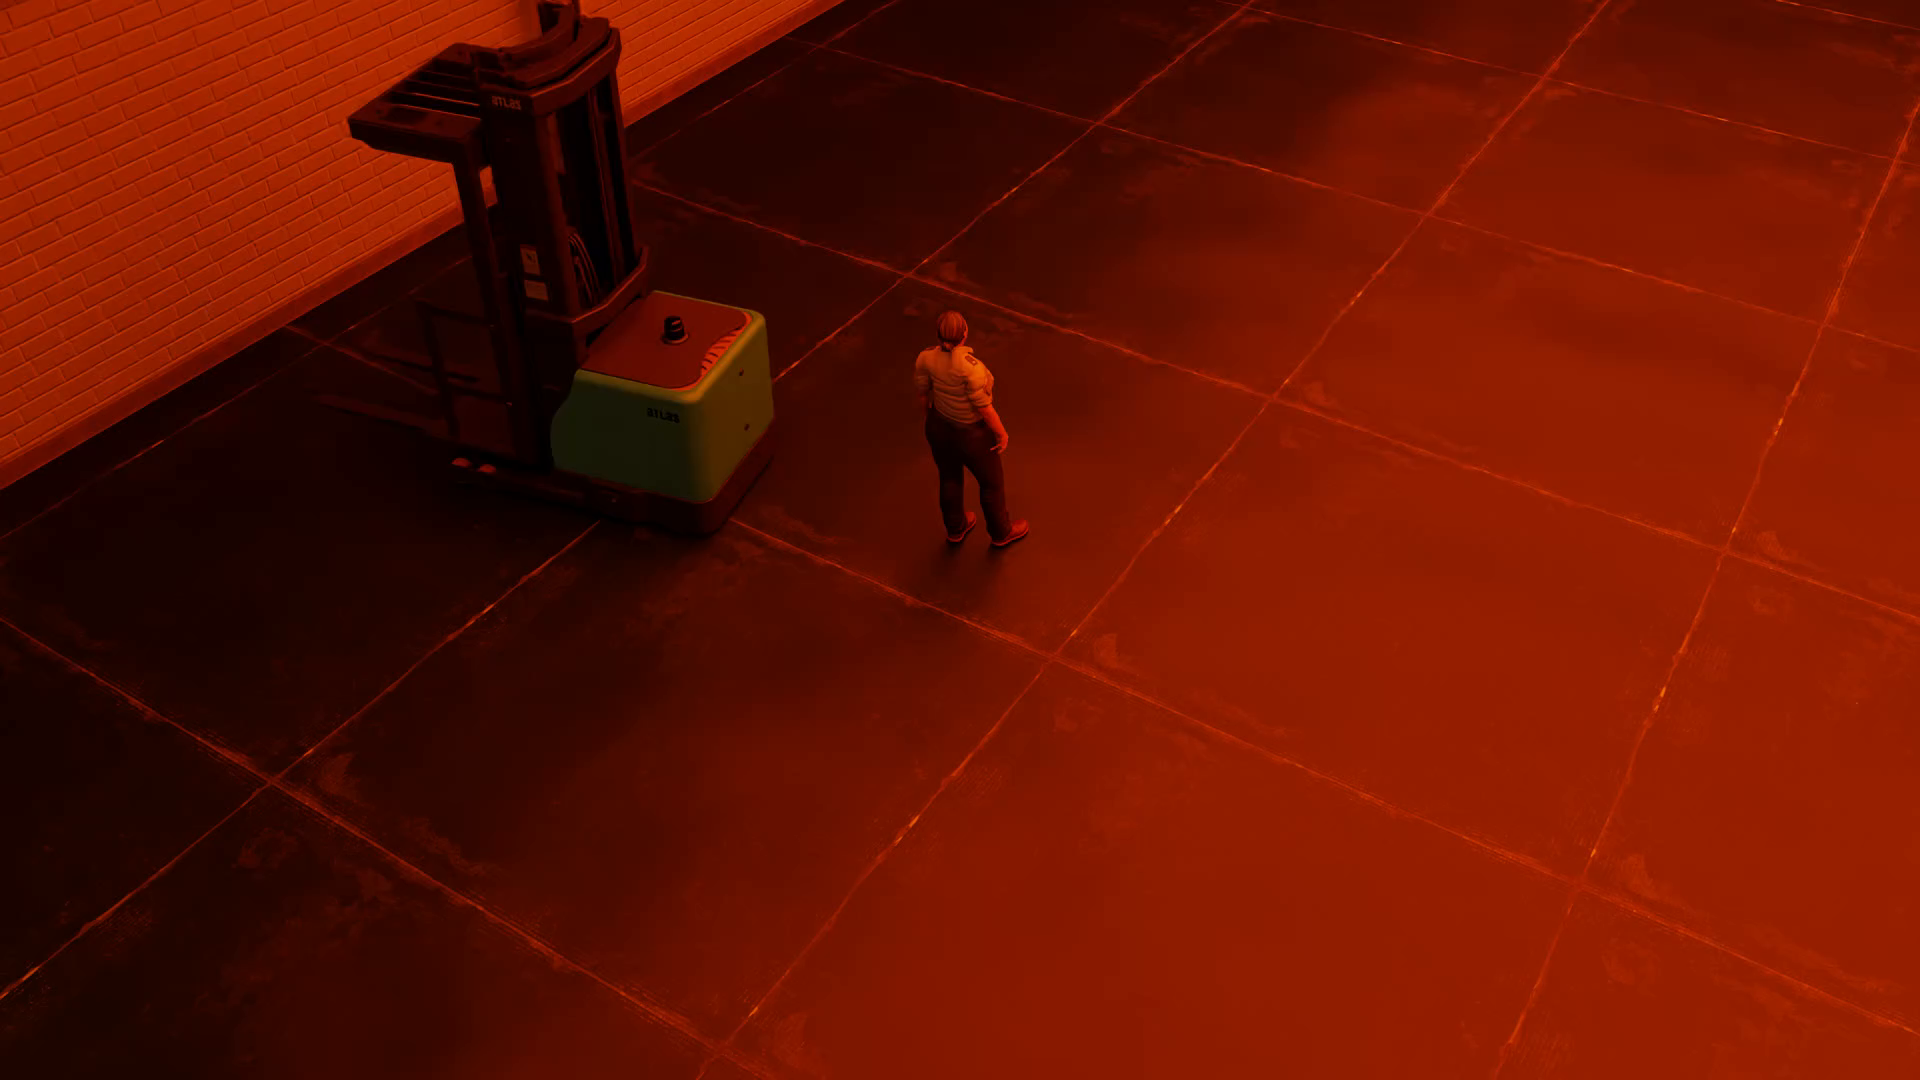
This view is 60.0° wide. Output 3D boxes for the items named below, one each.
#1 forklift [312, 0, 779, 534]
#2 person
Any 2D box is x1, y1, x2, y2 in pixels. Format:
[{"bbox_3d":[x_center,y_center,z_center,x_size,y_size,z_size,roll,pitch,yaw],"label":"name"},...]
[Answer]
[{"bbox_3d":[-2.753,-1.741,10.022,3.031,2.935,1.130,13,42,15],"label":"forklift"},{"bbox_3d":[0.068,-0.675,9.746,0.598,1.651,0.502,22,45,24],"label":"person"}]
